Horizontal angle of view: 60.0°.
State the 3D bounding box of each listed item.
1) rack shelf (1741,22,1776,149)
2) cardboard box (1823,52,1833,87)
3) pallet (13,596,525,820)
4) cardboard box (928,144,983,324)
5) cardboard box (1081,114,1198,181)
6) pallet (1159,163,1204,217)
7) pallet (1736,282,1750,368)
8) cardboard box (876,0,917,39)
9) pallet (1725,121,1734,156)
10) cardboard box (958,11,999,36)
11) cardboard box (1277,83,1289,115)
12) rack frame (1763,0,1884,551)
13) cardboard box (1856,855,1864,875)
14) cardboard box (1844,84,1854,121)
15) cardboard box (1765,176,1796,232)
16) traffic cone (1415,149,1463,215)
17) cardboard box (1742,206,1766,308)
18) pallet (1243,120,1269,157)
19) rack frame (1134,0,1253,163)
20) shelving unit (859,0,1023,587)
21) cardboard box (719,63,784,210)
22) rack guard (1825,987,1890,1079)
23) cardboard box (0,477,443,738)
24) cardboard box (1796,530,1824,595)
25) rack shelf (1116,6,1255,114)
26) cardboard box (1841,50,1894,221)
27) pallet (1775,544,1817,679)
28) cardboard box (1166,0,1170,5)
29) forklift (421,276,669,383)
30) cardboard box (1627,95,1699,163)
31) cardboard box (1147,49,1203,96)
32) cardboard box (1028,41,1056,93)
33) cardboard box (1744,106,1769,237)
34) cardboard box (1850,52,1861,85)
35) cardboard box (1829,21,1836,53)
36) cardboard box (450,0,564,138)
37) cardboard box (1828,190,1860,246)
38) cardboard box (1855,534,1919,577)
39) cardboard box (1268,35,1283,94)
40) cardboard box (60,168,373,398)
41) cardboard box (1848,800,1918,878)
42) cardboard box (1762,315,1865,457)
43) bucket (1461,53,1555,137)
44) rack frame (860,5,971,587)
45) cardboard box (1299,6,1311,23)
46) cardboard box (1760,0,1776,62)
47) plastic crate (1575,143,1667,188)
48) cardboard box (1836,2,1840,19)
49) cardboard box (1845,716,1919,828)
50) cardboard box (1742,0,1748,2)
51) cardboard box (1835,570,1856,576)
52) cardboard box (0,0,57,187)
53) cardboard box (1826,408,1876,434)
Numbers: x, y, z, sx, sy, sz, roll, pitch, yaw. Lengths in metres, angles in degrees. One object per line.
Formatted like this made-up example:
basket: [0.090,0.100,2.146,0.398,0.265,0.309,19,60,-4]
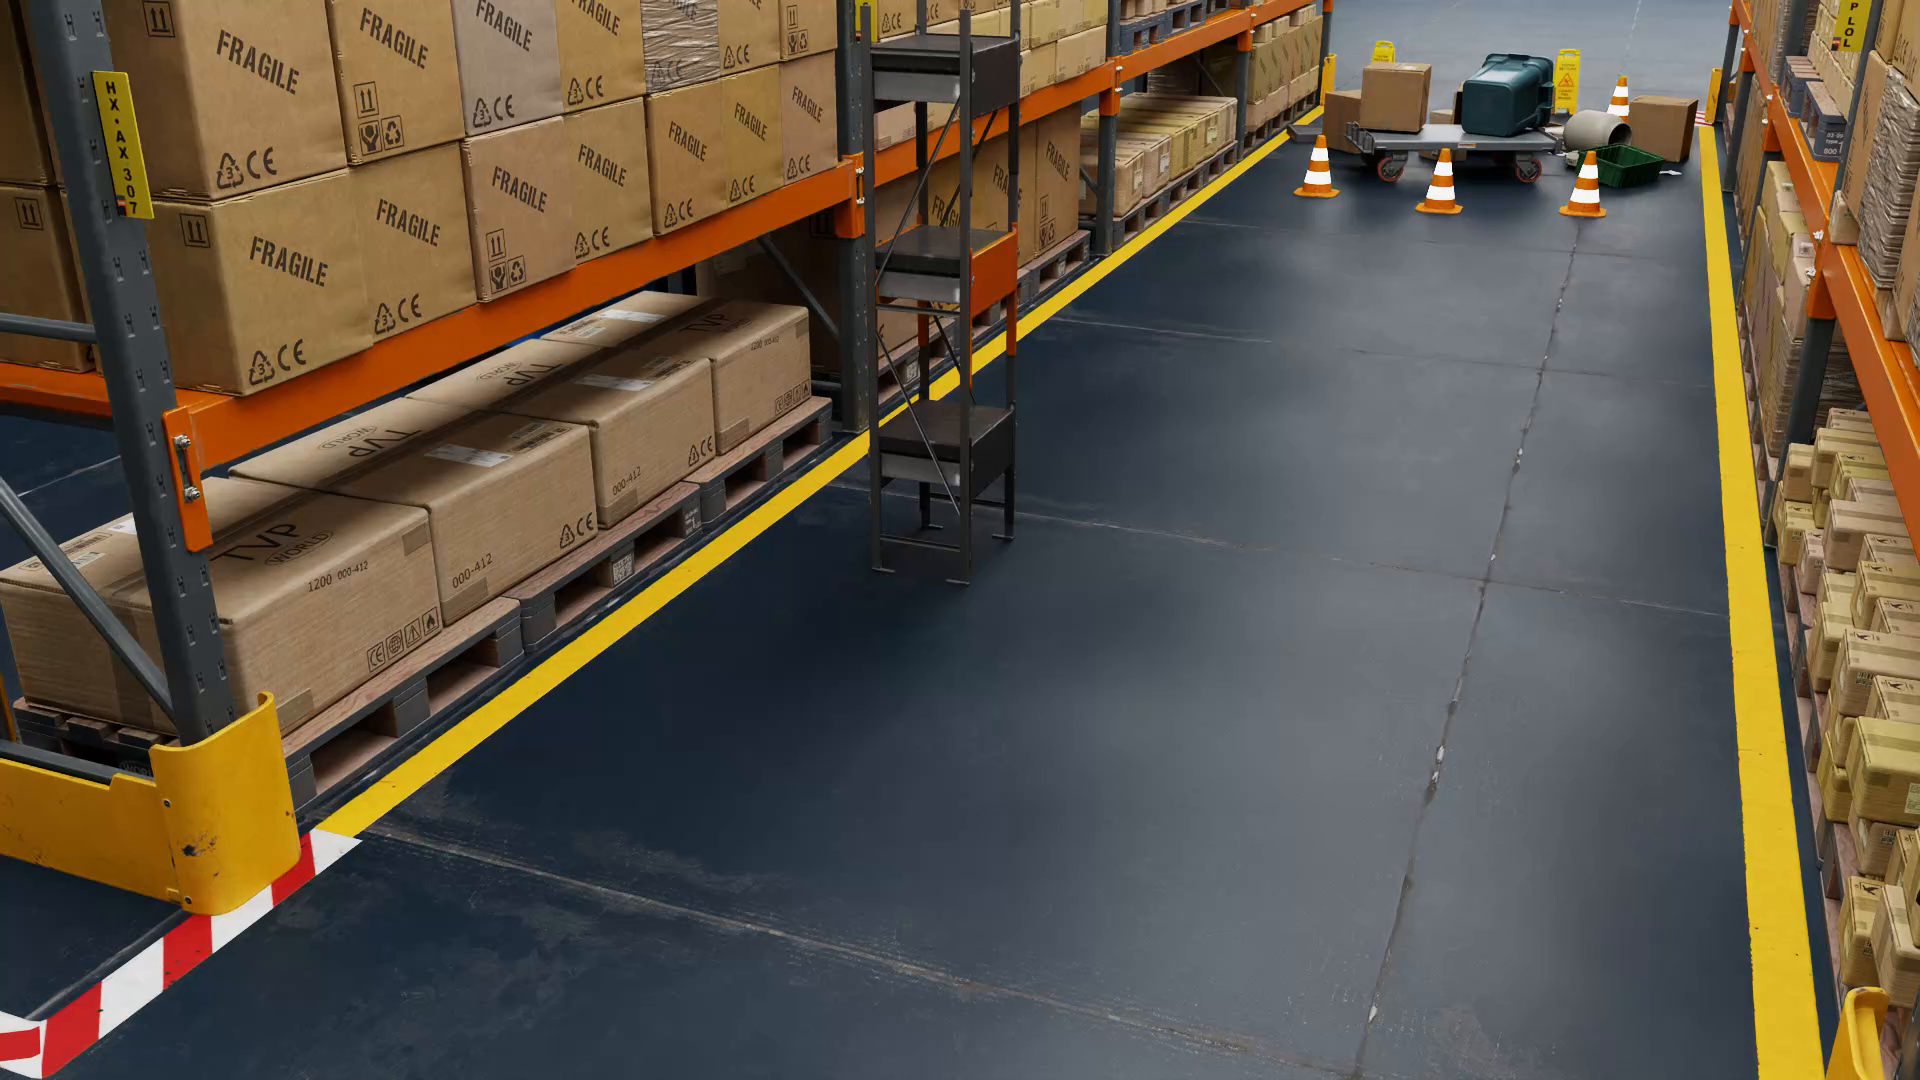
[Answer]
rack shelf: [5.938,-3.113,11.245,1.077,0.370,4.000,9,24,20]
cardboard box: [4.446,-2.291,8.124,0.380,0.149,0.250,10,25,22]
pallet: [-2.186,0.450,5.398,1.003,0.211,1.213,9,24,20]
cardboard box: [-0.440,-1.742,9.239,0.875,0.875,0.875,10,24,22]
cardboard box: [1.334,-3.120,13.191,0.950,0.372,0.625,10,25,22]
pallet: [1.308,-2.830,13.250,1.003,0.211,1.213,9,24,20]
pallet: [4.903,-1.163,9.261,1.003,0.211,1.213,9,24,20]
cardboard box: [-0.494,-2.594,7.642,0.500,0.500,0.500,9,24,21]
pallet: [7.487,-3.573,15.030,1.003,0.211,1.213,9,24,20]
cardboard box: [-0.119,-2.616,8.668,0.500,0.250,0.500,9,24,21]
cardboard box: [2.900,-4.314,16.208,0.500,0.250,0.500,8,24,19]
rack frame: [3.709,-1.298,5.966,1.000,3.000,0.127,9,24,20]
cardboard box: [2.484,0.758,4.198,0.380,0.149,0.250,9,24,21]
cardboard box: [3.957,-1.818,6.991,0.380,0.149,0.250,8,24,17]
cardboard box: [4.526,-1.722,8.706,0.500,0.250,0.500,8,24,19]
traffic cone: [3.707,-2.772,12.785,0.336,0.463,0.334,9,24,20]
cardboard box: [4.695,-1.553,9.275,0.500,0.500,0.500,8,24,18]
pallet: [2.264,-3.792,15.554,1.003,0.211,1.213,9,24,20]
rack frame: [2.047,-4.833,14.429,1.000,3.000,0.127,9,24,20]
shelving unit: [-0.061,-0.910,6.203,0.431,2.100,0.503,9,24,20]
cardboard box: [-1.045,-1.629,6.629,0.500,0.500,0.500,8,24,19]
rack guard: [2.252,1.260,3.086,1.175,0.500,0.348,9,24,20]
cardboard box: [-2.258,0.199,5.161,0.875,0.438,0.875,8,24,18]
cardboard box: [3.133,0.100,5.773,0.380,0.149,0.250,9,24,20]
rack shelf: [1.304,-3.786,12.855,1.077,0.370,4.000,9,24,20]
cardboard box: [3.291,-1.340,5.551,0.500,0.500,0.500,8,24,19]
pallet: [3.493,0.234,5.916,1.003,0.211,1.213,9,24,20]
cardboard box: [1.343,-4.057,12.351,0.380,0.149,0.250,10,25,22]
forklift: [-1.944,-2.598,9.168,1.130,2.935,3.031,9,24,21]
cardboard box: [6.305,-3.711,14.982,0.500,0.500,0.500,13,26,29]
cardboard box: [2.018,-4.354,15.333,0.500,0.500,0.500,8,24,19]
cardboard box: [0.238,-2.752,9.640,0.500,0.250,0.500,9,24,20]
cardboard box: [5.826,-2.403,10.986,1.050,0.750,0.750,9,24,21]
cardboard box: [3.963,-1.965,6.958,0.380,0.149,0.250,8,24,18]
cardboard box: [4.447,-2.428,8.065,0.380,0.149,0.250,9,24,20]
cardboard box: [-1.598,-1.549,5.139,0.500,0.500,0.500,9,24,20]
cardboard box: [3.300,-1.127,5.883,0.380,0.149,0.250,10,25,22]
cardboard box: [2.913,0.116,4.963,0.380,0.149,0.250,8,24,18]
cardboard box: [2.705,-4.470,15.609,0.500,0.500,0.500,10,25,22]
cardboard box: [-1.965,-0.716,4.442,0.500,0.500,0.500,9,24,20]
cardboard box: [2.346,0.702,3.946,0.380,0.149,0.250,8,24,18]
cardboard box: [3.750,-0.639,7.087,0.500,0.500,0.500,8,24,19]
bucket: [4.591,-3.730,14.064,0.726,0.611,0.620,19,39,38]
rack frame: [-0.152,-0.822,5.994,0.400,2.100,0.015,9,24,20]
cardboard box: [3.307,-5.281,16.708,0.380,0.149,0.250,9,24,21]
cardboard box: [5.485,-3.332,10.706,0.500,0.500,0.500,8,24,19]
plastic crate: [5.529,-3.140,13.948,0.662,0.188,0.450,-17,38,-35]
cardboard box: [4.453,-2.569,8.017,0.380,0.149,0.250,10,25,23]
cardboard box: [2.310,0.562,3.894,0.380,0.149,0.250,8,24,19]
cardboard box: [7.562,-5.140,14.968,0.875,0.550,0.550,9,24,20]
cardboard box: [2.983,0.157,5.249,0.380,0.149,0.250,10,25,23]
cardboard box: [-2.452,-1.253,4.431,0.500,0.500,0.500,10,25,22]
cardboard box: [3.389,-0.357,6.095,0.380,0.149,0.250,10,25,22]
